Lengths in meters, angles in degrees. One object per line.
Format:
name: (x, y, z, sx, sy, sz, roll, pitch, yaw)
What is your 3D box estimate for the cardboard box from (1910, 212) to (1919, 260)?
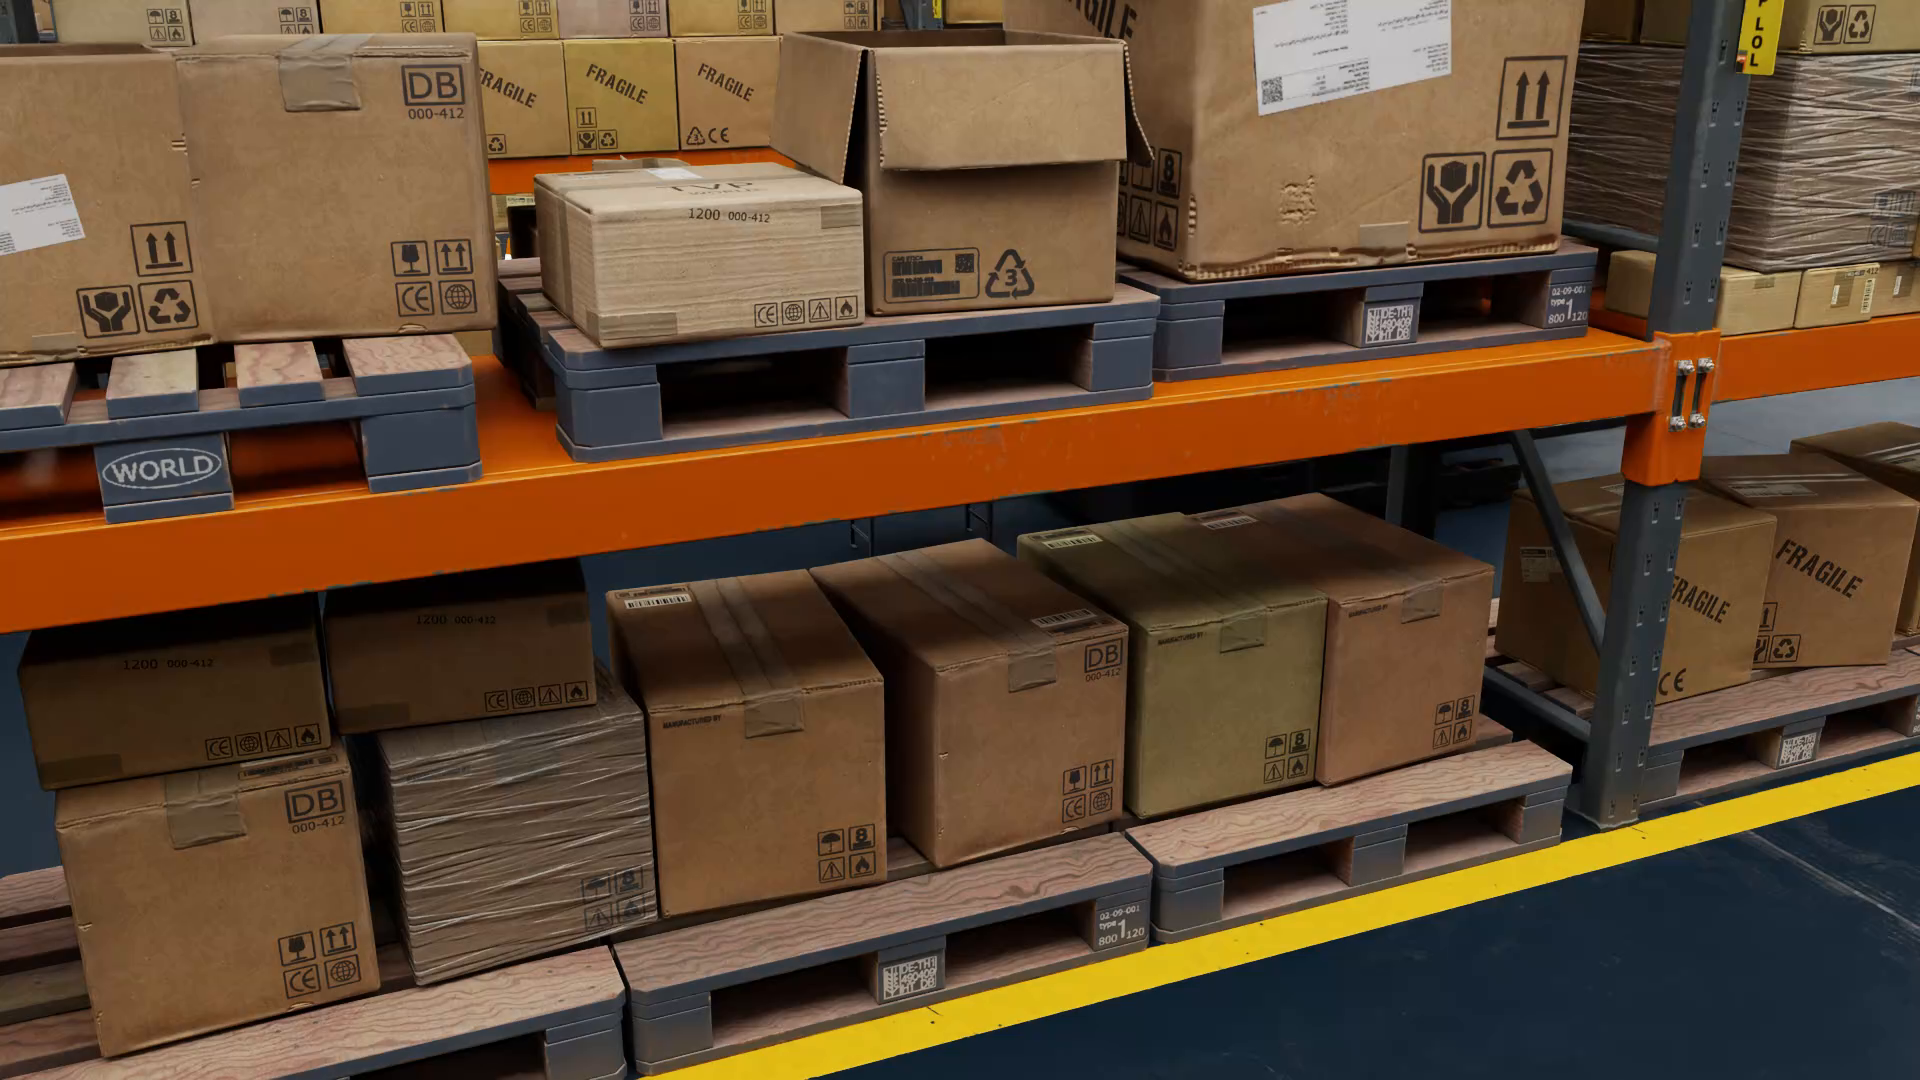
cardboard box: (2.446, -1.091, 4.507, 0.500, 0.500, 0.875, -8, 21, -22)

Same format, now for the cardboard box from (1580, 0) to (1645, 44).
cardboard box: (1.839, -1.611, 4.476, 0.500, 0.500, 0.500, -8, 21, -22)

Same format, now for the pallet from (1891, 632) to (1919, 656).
pallet: (3.260, 0.246, 5.506, 1.213, 0.211, 1.003, -8, 21, -22)

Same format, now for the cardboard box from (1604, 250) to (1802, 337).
cardboard box: (1.852, -0.627, 4.163, 0.250, 0.149, 0.380, -8, 21, -22)

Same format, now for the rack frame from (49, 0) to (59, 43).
rack frame: (-6.063, -3.304, 11.390, 0.127, 3.000, 1.000, -8, 21, -22)

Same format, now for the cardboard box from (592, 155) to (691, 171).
cardboard box: (-0.713, -0.719, 3.617, 0.258, 0.266, 0.396, -9, 21, -23)

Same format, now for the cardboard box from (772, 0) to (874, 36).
cardboard box: (-0.790, -2.786, 8.262, 0.500, 0.500, 0.700, -9, 21, -23)

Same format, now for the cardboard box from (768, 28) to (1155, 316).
cardboard box: (-0.020, -0.799, 3.487, 0.637, 0.503, 0.797, -6, 20, -16)

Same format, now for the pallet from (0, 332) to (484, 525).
pallet: (-1.525, -0.318, 3.198, 1.003, 0.211, 1.213, -8, 21, -22)

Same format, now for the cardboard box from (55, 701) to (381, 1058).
cardboard box: (-1.530, 0.595, 3.417, 0.500, 0.500, 0.700, -9, 21, -25)

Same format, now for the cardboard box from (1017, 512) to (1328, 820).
cardboard box: (0.517, 0.294, 4.271, 0.500, 0.500, 0.700, -8, 21, -22)

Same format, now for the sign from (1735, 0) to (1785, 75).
sign: (1.758, -1.186, 3.630, 0.005, 0.325, 0.100, -8, 21, -22)

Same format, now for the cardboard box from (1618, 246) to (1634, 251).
cardboard box: (1.849, -0.838, 4.763, 0.250, 0.149, 0.380, -8, 21, -22)

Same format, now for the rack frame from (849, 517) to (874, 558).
rack frame: (-0.376, -0.512, 6.170, 0.015, 1.200, 0.240, -8, 21, -22)

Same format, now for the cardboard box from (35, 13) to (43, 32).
cardboard box: (-8.484, -4.694, 15.082, 0.250, 0.149, 0.380, -8, 21, -21)

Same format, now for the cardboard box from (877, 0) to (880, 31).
cardboard box: (-0.958, -4.126, 13.126, 0.500, 0.500, 0.500, -8, 21, -22)

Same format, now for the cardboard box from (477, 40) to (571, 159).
cardboard box: (-2.103, -2.031, 7.623, 0.500, 0.500, 0.500, -8, 21, -22)

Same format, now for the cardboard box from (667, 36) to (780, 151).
cardboard box: (-1.174, -2.165, 8.003, 0.500, 0.500, 0.500, -8, 21, -23)

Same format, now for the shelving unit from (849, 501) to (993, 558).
shelving unit: (-0.152, -0.544, 6.261, 0.503, 1.200, 0.258, -8, 21, -22)

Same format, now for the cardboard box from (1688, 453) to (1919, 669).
cardboard box: (2.441, 0.054, 4.982, 0.500, 0.500, 0.500, -2, 19, -5)

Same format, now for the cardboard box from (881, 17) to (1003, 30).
cardboard box: (-0.003, -2.457, 8.758, 0.550, 0.550, 0.875, -8, 21, -22)

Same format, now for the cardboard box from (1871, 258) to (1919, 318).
cardboard box: (2.305, -0.697, 4.363, 0.250, 0.149, 0.380, -8, 21, -22)

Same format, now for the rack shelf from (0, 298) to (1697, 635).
rack shelf: (-0.301, -0.206, 3.674, 4.000, 0.370, 1.077, -8, 21, -22)

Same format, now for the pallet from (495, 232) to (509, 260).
pallet: (-3.104, -2.412, 13.056, 1.213, 0.211, 1.003, -8, 21, -22)

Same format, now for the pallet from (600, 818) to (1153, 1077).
pallet: (-0.301, 0.771, 4.013, 1.213, 0.211, 1.003, -8, 21, -22)

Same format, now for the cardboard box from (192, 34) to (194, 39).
cardboard box: (-5.149, -3.419, 11.461, 0.250, 0.149, 0.380, -10, 22, -25)

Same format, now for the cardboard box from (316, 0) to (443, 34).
cardboard box: (-2.659, -2.518, 7.501, 0.500, 0.500, 0.700, -8, 21, -23)

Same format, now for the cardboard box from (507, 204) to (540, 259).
cardboard box: (-1.758, -1.236, 8.272, 0.750, 0.750, 1.050, -8, 21, -22)

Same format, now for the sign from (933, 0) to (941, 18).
sign: (-0.113, -2.679, 7.990, 0.005, 0.325, 0.100, -8, 21, -22)

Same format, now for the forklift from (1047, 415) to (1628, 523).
forklift: (1.795, -1.672, 6.857, 3.031, 2.935, 1.130, -9, 21, -23)

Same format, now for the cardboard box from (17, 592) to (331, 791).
cardboard box: (-1.534, 0.238, 3.301, 0.500, 0.250, 0.500, -7, 21, -20)

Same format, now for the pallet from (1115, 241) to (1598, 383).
pallet: (0.776, -0.662, 4.174, 1.213, 0.211, 1.003, -8, 21, -22)

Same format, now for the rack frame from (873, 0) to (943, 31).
rack frame: (-0.337, -2.334, 8.635, 0.127, 3.000, 1.000, -8, 21, -22)

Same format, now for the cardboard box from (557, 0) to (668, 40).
cardboard box: (-1.726, -2.651, 7.880, 0.500, 0.500, 0.700, -8, 21, -21)

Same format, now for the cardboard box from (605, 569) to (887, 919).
cardboard box: (-0.508, 0.441, 3.853, 0.500, 0.500, 0.700, -6, 20, -17)

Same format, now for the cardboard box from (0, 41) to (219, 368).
cardboard box: (-1.658, -0.611, 2.957, 0.500, 0.500, 0.500, -11, 22, -29)

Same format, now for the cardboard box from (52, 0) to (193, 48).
cardboard box: (-3.593, -2.383, 7.117, 0.500, 0.500, 0.700, -8, 21, -22)

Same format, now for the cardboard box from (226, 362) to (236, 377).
cardboard box: (-3.415, -0.998, 7.594, 0.750, 0.750, 1.050, -8, 21, -23)
